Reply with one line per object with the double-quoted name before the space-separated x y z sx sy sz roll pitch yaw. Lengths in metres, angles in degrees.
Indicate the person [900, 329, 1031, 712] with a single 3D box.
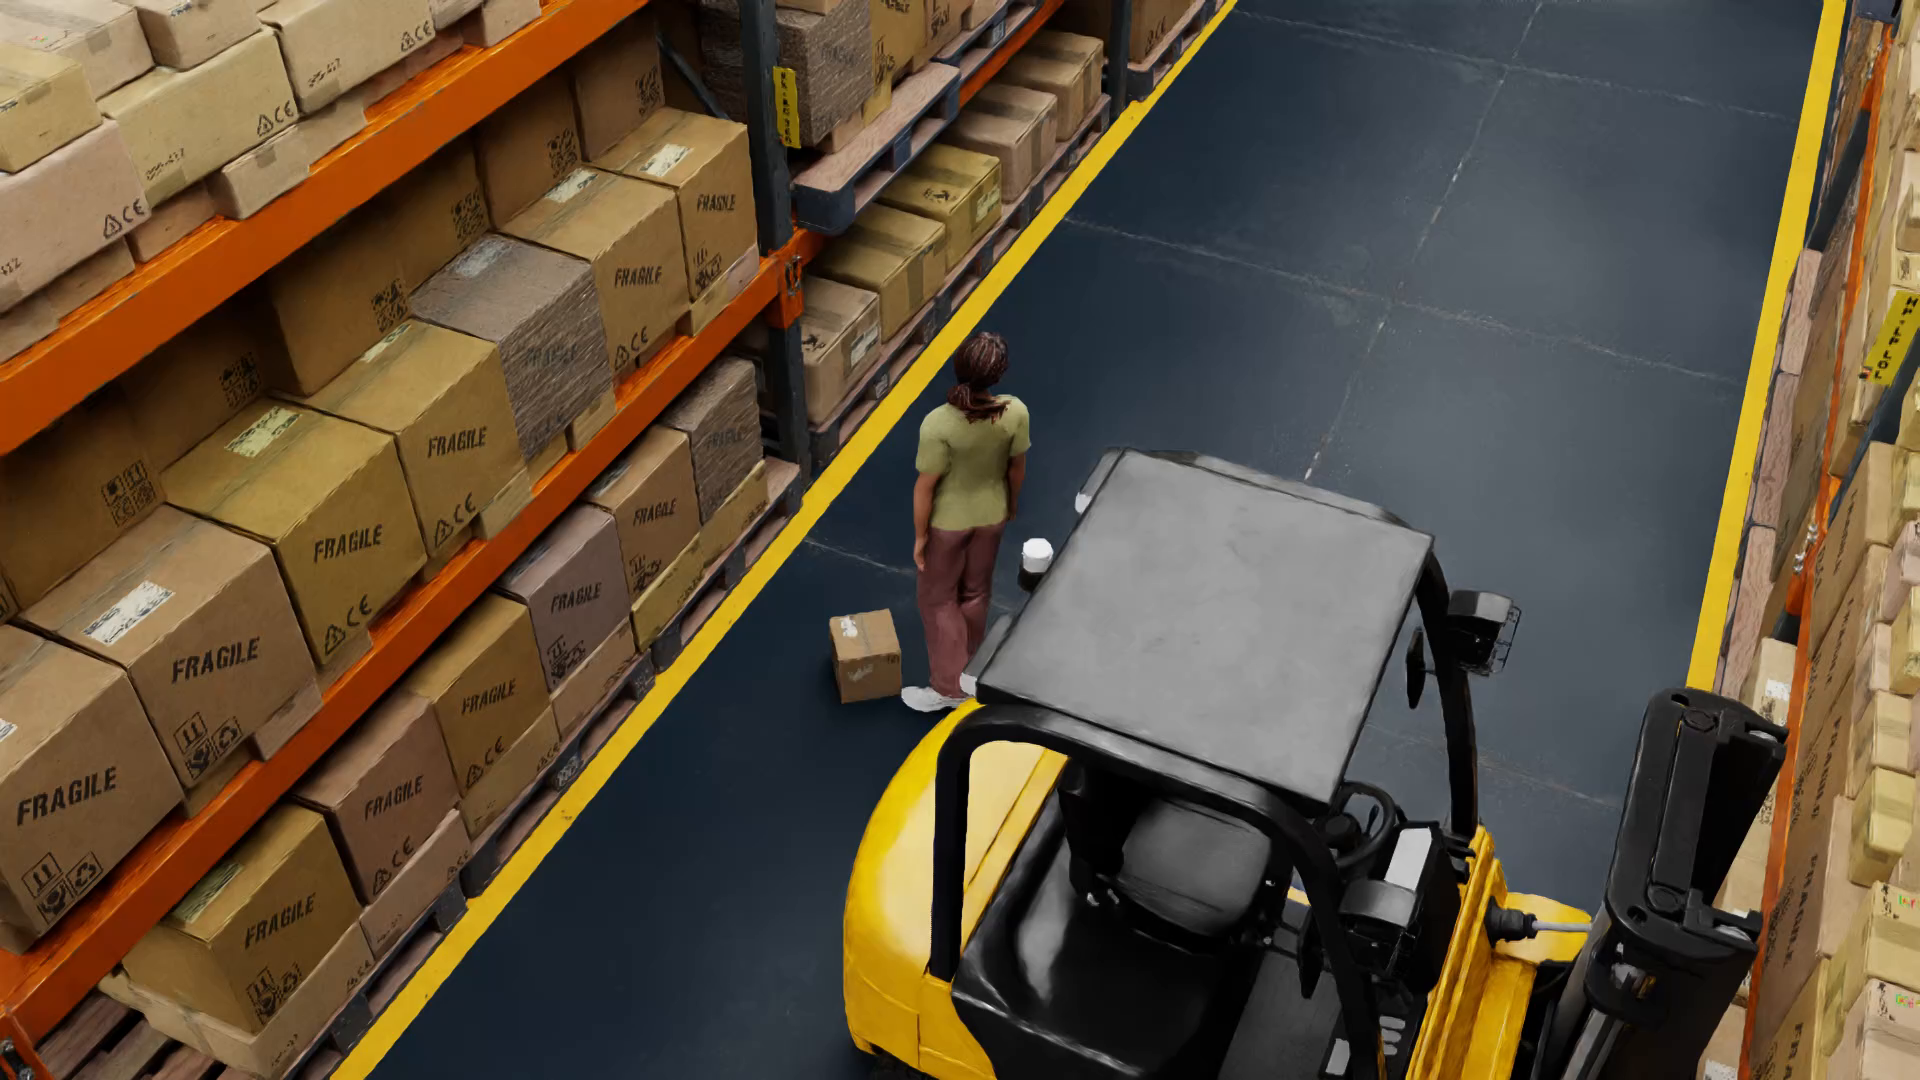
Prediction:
"person" -0.003 -0.028 6.241 0.542 1.604 0.431 -15 44 -16
